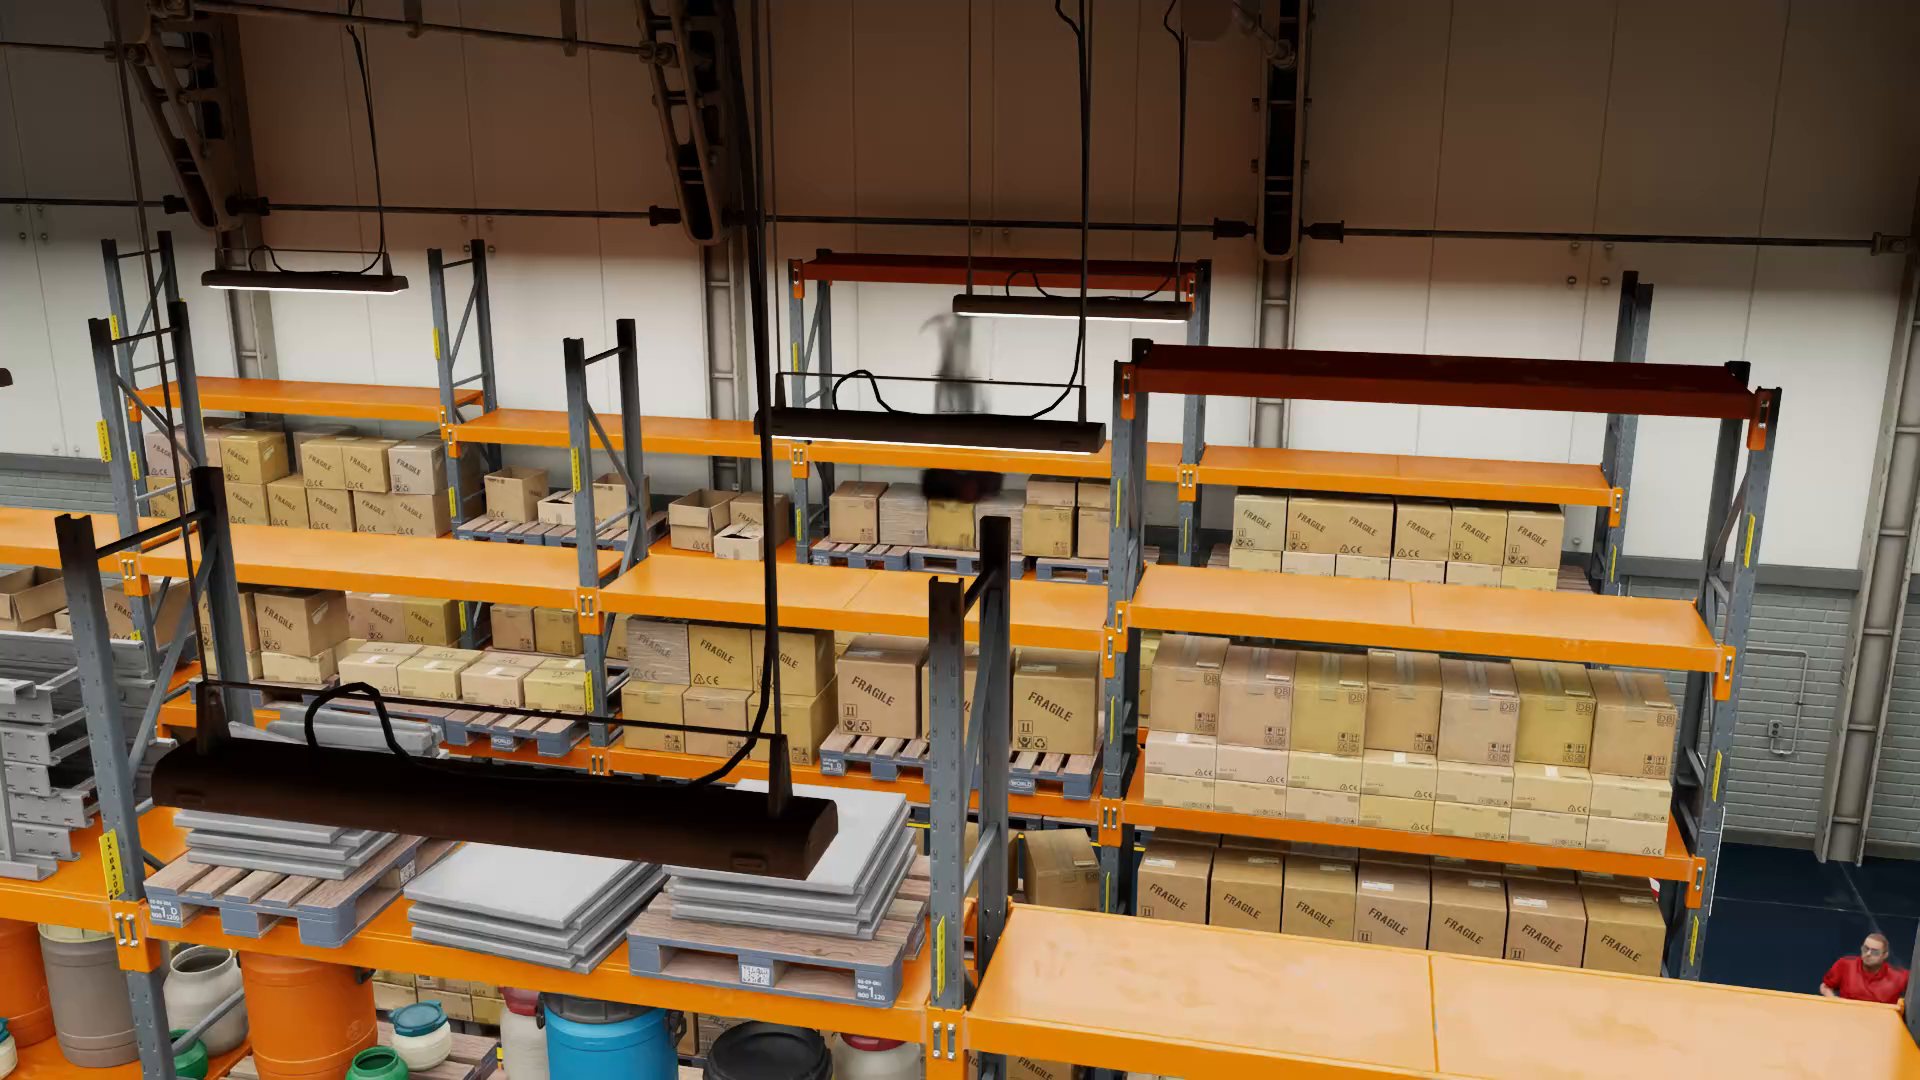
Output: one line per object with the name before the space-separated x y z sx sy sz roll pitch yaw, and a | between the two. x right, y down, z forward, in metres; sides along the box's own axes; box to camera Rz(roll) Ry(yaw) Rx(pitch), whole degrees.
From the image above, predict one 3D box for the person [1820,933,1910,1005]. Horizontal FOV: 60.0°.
person | 6.820 3.739 12.535 0.672 1.754 0.969 14 22 40
